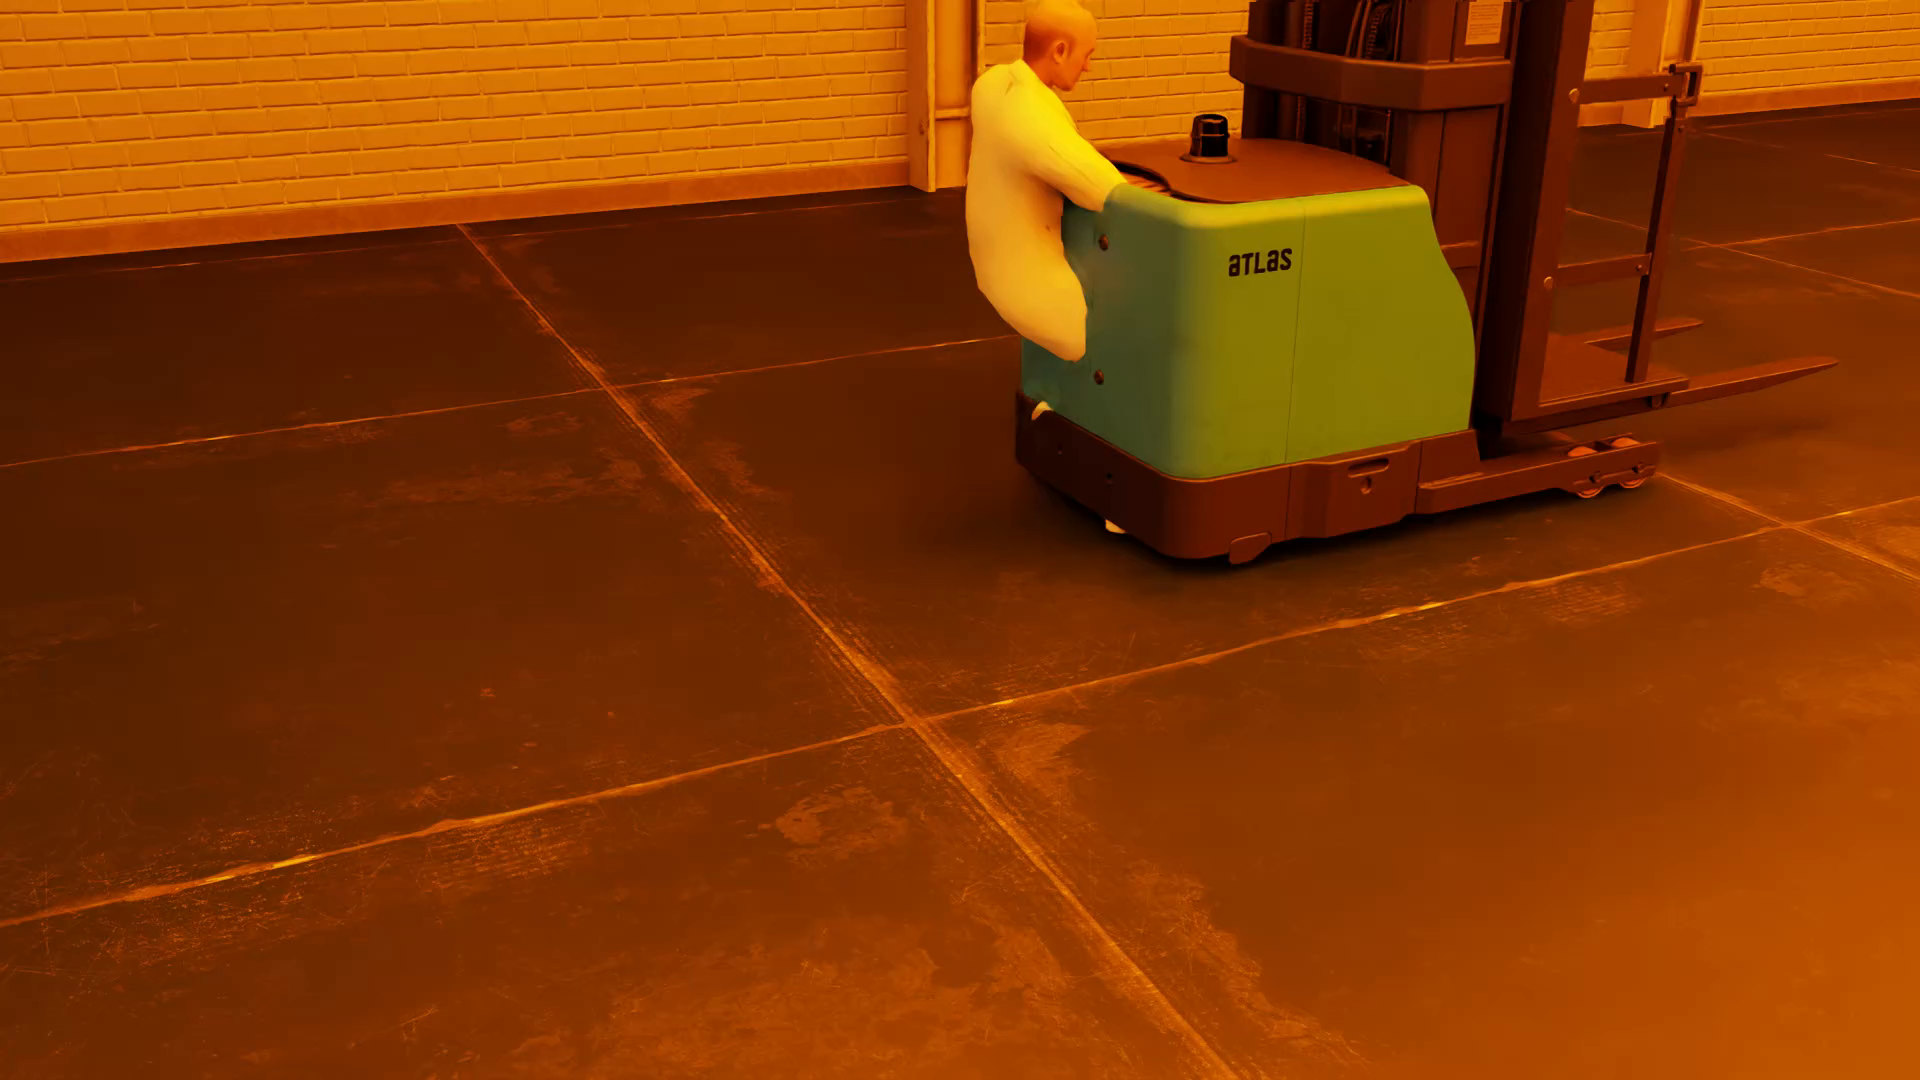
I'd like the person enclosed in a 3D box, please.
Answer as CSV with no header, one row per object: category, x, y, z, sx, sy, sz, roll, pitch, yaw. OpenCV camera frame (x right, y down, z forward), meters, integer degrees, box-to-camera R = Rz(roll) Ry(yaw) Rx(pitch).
person,0.440,-0.892,5.185,0.802,1.543,0.899,-7,24,-16

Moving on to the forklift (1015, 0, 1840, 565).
forklift,1.736,-1.659,5.279,3.031,2.935,1.130,-11,25,-25
